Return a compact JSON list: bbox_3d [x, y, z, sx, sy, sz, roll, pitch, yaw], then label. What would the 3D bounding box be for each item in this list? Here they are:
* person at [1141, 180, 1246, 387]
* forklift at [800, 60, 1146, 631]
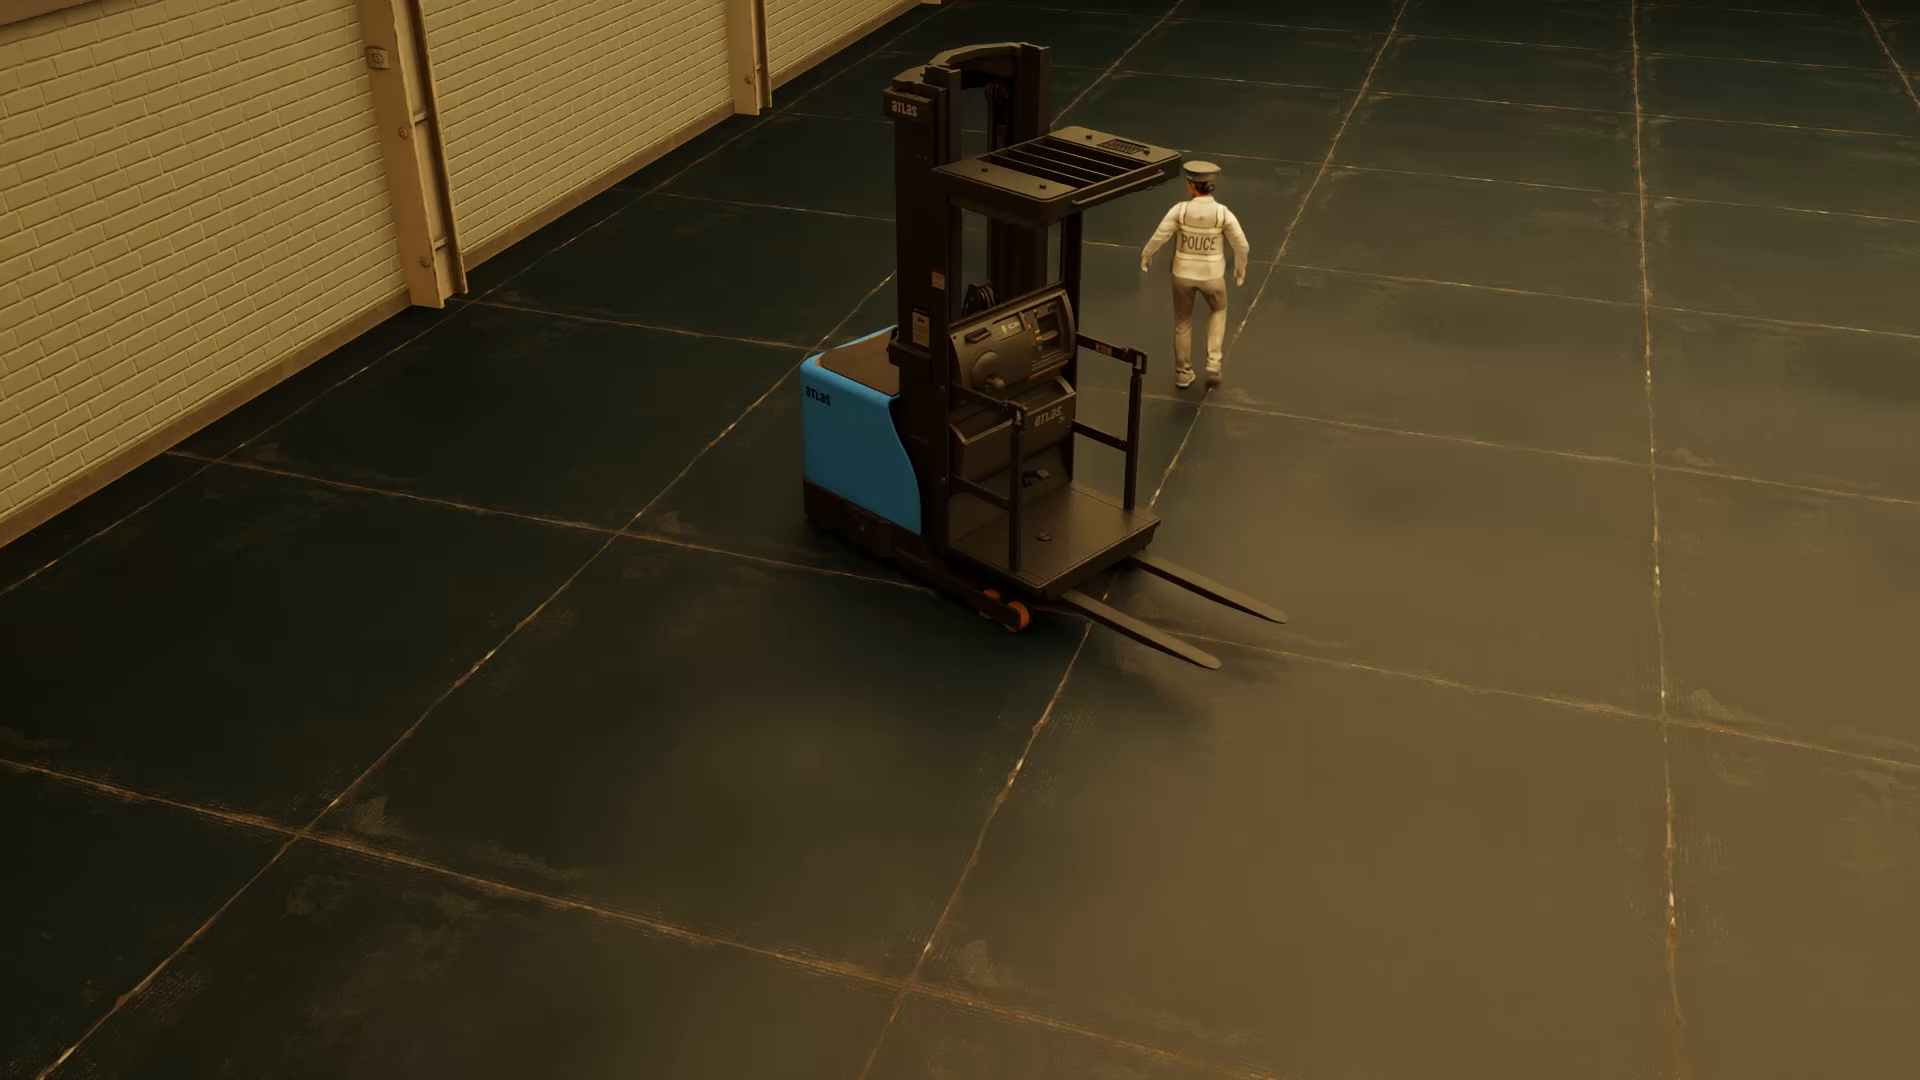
[{"bbox_3d":[1.635,-1.853,11.741,0.738,1.633,0.435,7,30,12],"label":"person"},{"bbox_3d":[0.057,-1.219,9.338,1.939,2.867,1.129,26,38,37],"label":"forklift"}]
